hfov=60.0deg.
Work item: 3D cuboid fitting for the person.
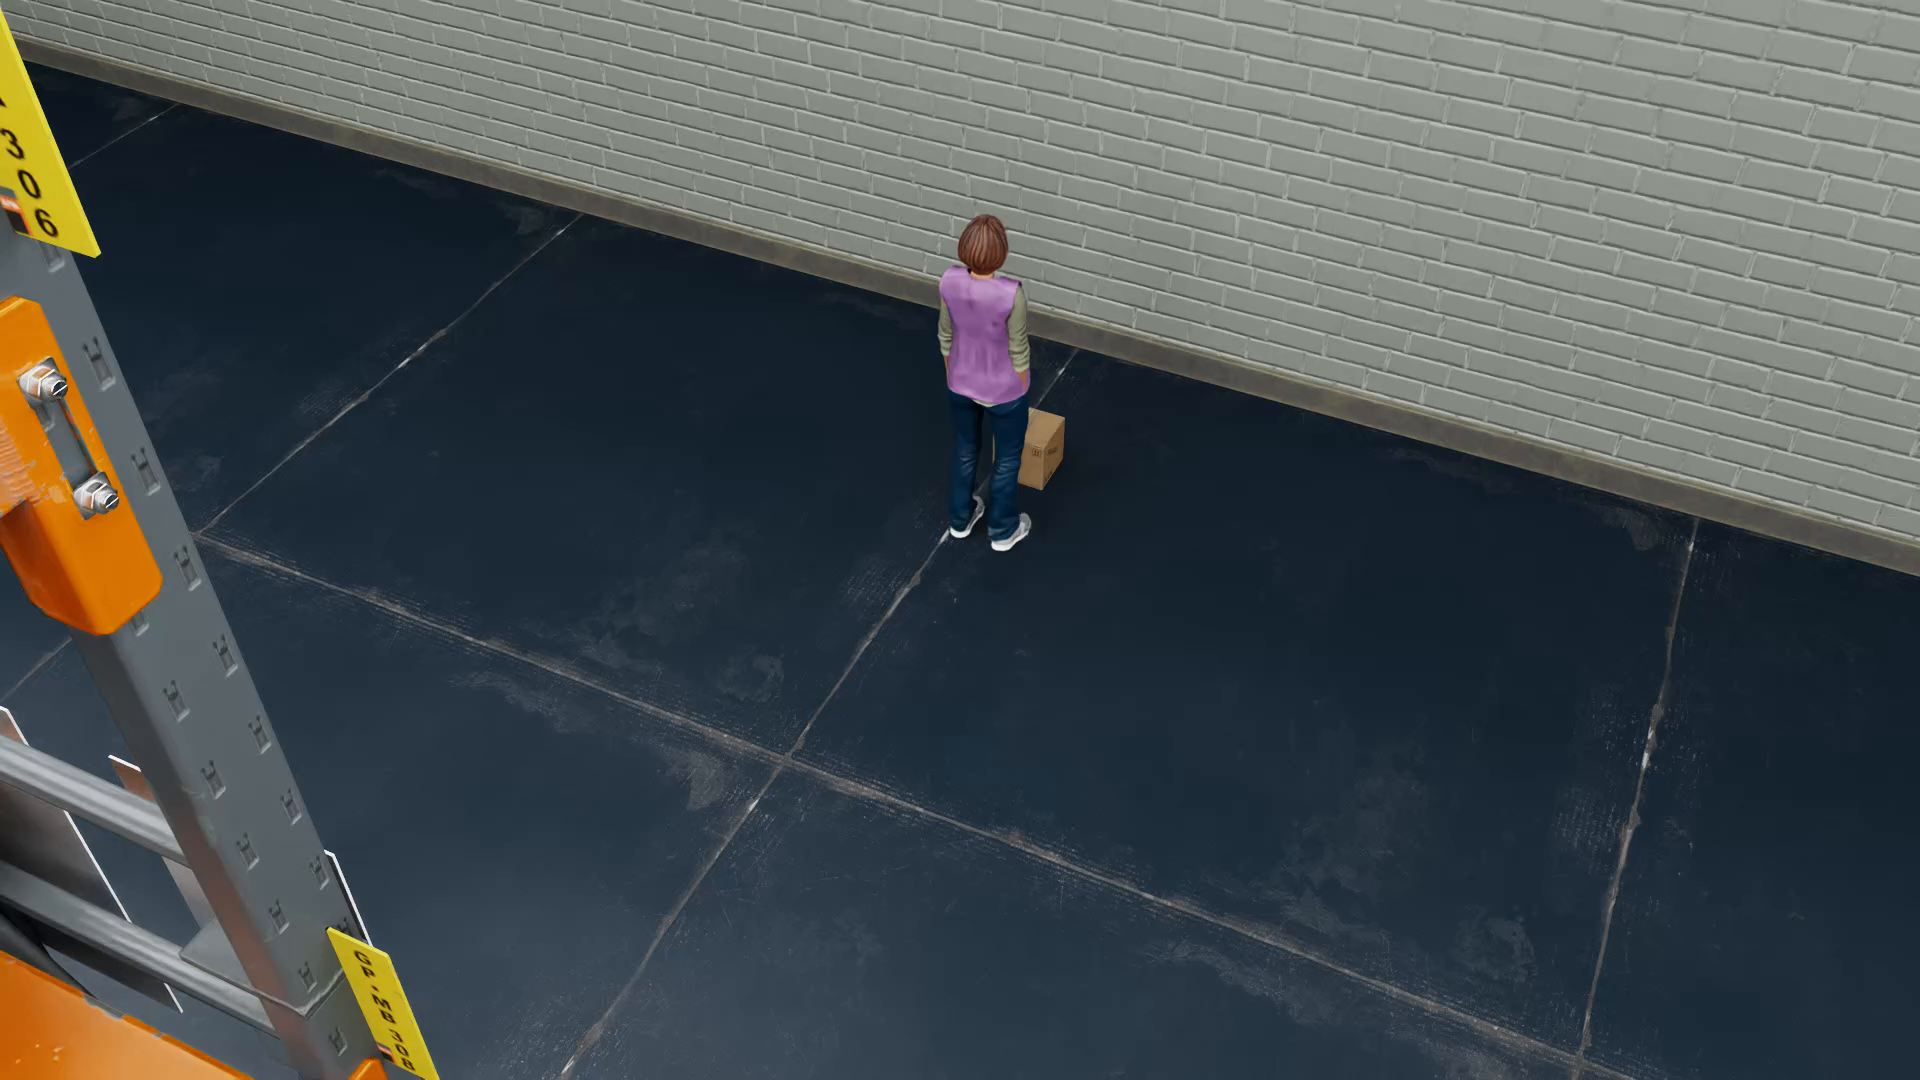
[{"bbox_3d":[0.099,-0.640,6.870,0.408,1.604,0.303,19,46,19],"label":"person"}]
